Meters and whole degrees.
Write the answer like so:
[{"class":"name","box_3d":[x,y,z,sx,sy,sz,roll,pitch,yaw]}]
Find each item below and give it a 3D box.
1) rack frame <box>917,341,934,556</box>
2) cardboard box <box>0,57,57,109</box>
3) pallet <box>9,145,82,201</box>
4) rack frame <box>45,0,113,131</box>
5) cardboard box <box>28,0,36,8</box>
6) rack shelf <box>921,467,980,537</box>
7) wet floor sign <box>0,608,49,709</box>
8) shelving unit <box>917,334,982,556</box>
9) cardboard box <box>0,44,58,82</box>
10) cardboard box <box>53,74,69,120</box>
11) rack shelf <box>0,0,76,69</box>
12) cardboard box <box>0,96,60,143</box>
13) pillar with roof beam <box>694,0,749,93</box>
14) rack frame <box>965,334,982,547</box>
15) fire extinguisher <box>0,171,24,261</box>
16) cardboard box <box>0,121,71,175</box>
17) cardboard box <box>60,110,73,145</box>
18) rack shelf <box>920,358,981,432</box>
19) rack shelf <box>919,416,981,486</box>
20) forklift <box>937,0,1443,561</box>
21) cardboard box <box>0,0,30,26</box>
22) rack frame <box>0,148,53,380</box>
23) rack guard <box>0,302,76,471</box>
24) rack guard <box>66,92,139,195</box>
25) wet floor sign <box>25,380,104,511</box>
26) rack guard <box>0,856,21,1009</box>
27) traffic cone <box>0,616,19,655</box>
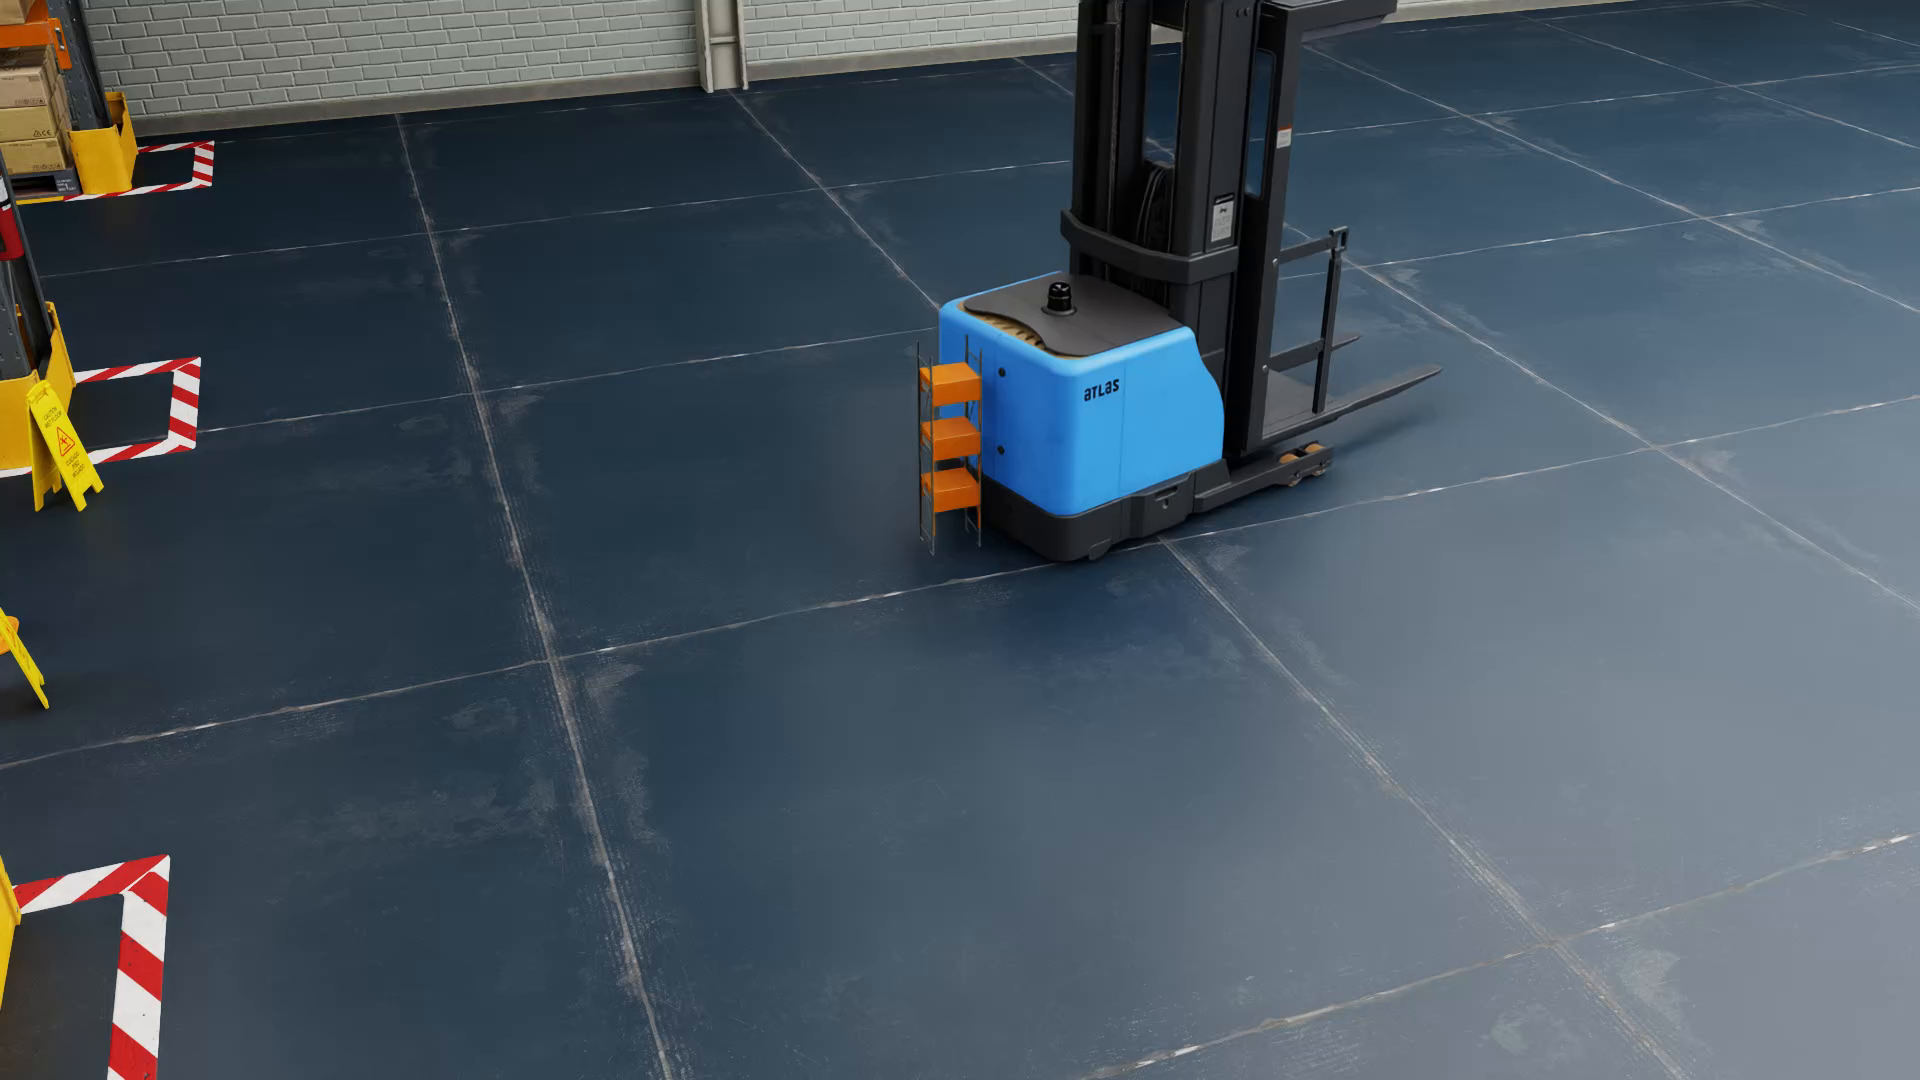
[{"class":"rack frame","box_3d":[-0.164,-0.426,7.937,0.008,1.050,0.200,-10,31,-18]},{"class":"cardboard box","box_3d":[-7.221,-3.478,12.668,0.500,0.250,0.500,-9,31,-16]},{"class":"pallet","box_3d":[-7.600,-2.917,13.157,1.213,0.211,1.003,-10,31,-18]},{"class":"rack frame","box_3d":[-6.898,-4.280,12.732,0.127,3.000,1.000,-10,31,-18]},{"class":"cardboard box","box_3d":[-7.459,-4.367,12.783,0.500,0.500,0.500,-9,31,-16]},{"class":"rack shelf","box_3d":[-0.050,-0.196,8.117,0.240,0.259,0.215,-10,31,-18]},{"class":"wet floor sign","box_3d":[-4.007,0.401,6.895,0.232,0.644,0.267,-16,33,-26]},{"class":"shelving unit","box_3d":[-0.050,-0.447,7.974,0.252,1.050,0.215,-10,31,-18]},{"class":"cardboard box","box_3d":[-7.415,-3.707,13.070,0.500,0.250,0.500,-11,31,-18]},{"class":"cardboard box","box_3d":[-7.411,-3.500,13.212,0.500,0.250,0.500,-10,31,-17]},{"class":"rack shelf","box_3d":[-8.773,-3.622,12.304,4.000,0.370,1.077,-10,31,-18]},{"class":"cardboard box","box_3d":[-7.245,-3.256,12.783,0.500,0.250,0.500,-11,31,-18]},{"class":"pillar with roof beam","box_3d":[-0.741,-6.223,10.082,0.400,9.000,9.100,-10,31,-18]},{"class":"rack frame","box_3d":[0.064,-0.468,8.011,0.008,1.050,0.200,-10,31,-18]},{"class":"fire extinguisher","box_3d":[-4.896,-1.750,8.370,0.183,0.674,0.296,-10,31,-18]},{"class":"cardboard box","box_3d":[-7.229,-3.040,12.909,0.500,0.250,0.500,-10,31,-17]},{"class":"cardboard box","box_3d":[-7.427,-3.274,13.319,0.500,0.250,0.500,-10,31,-17]},{"class":"rack shelf","box_3d":[-0.050,-0.684,7.839,0.240,0.259,0.215,-10,31,-18]},{"class":"rack shelf","box_3d":[-0.050,-0.438,7.979,0.240,0.259,0.215,-10,31,-18]},{"class":"forklift","box_3d":[1.363,-1.746,8.354,3.031,2.935,1.130,-21,36,-32]},{"class":"cardboard box","box_3d":[-7.268,-4.117,12.344,0.500,0.500,0.500,-11,32,-19]},{"class":"rack frame","box_3d":[-5.164,-1.978,8.691,0.127,3.000,1.000,-10,31,-18]},{"class":"rack guard","box_3d":[-5.235,-0.878,9.287,0.348,0.500,1.175,-10,31,-18]},{"class":"rack guard","box_3d":[-6.876,-3.198,13.358,0.348,0.500,1.175,-10,31,-18]},{"class":"wet floor sign","box_3d":[-4.613,-0.491,8.460,0.232,0.644,0.267,0,30,0]},{"class":"rack guard","box_3d":[-3.321,1.383,5.317,0.348,0.500,1.175,-10,31,-18]},{"class":"traffic cone","box_3d":[-4.411,0.254,7.337,0.334,0.463,0.336,-10,31,-18]}]
